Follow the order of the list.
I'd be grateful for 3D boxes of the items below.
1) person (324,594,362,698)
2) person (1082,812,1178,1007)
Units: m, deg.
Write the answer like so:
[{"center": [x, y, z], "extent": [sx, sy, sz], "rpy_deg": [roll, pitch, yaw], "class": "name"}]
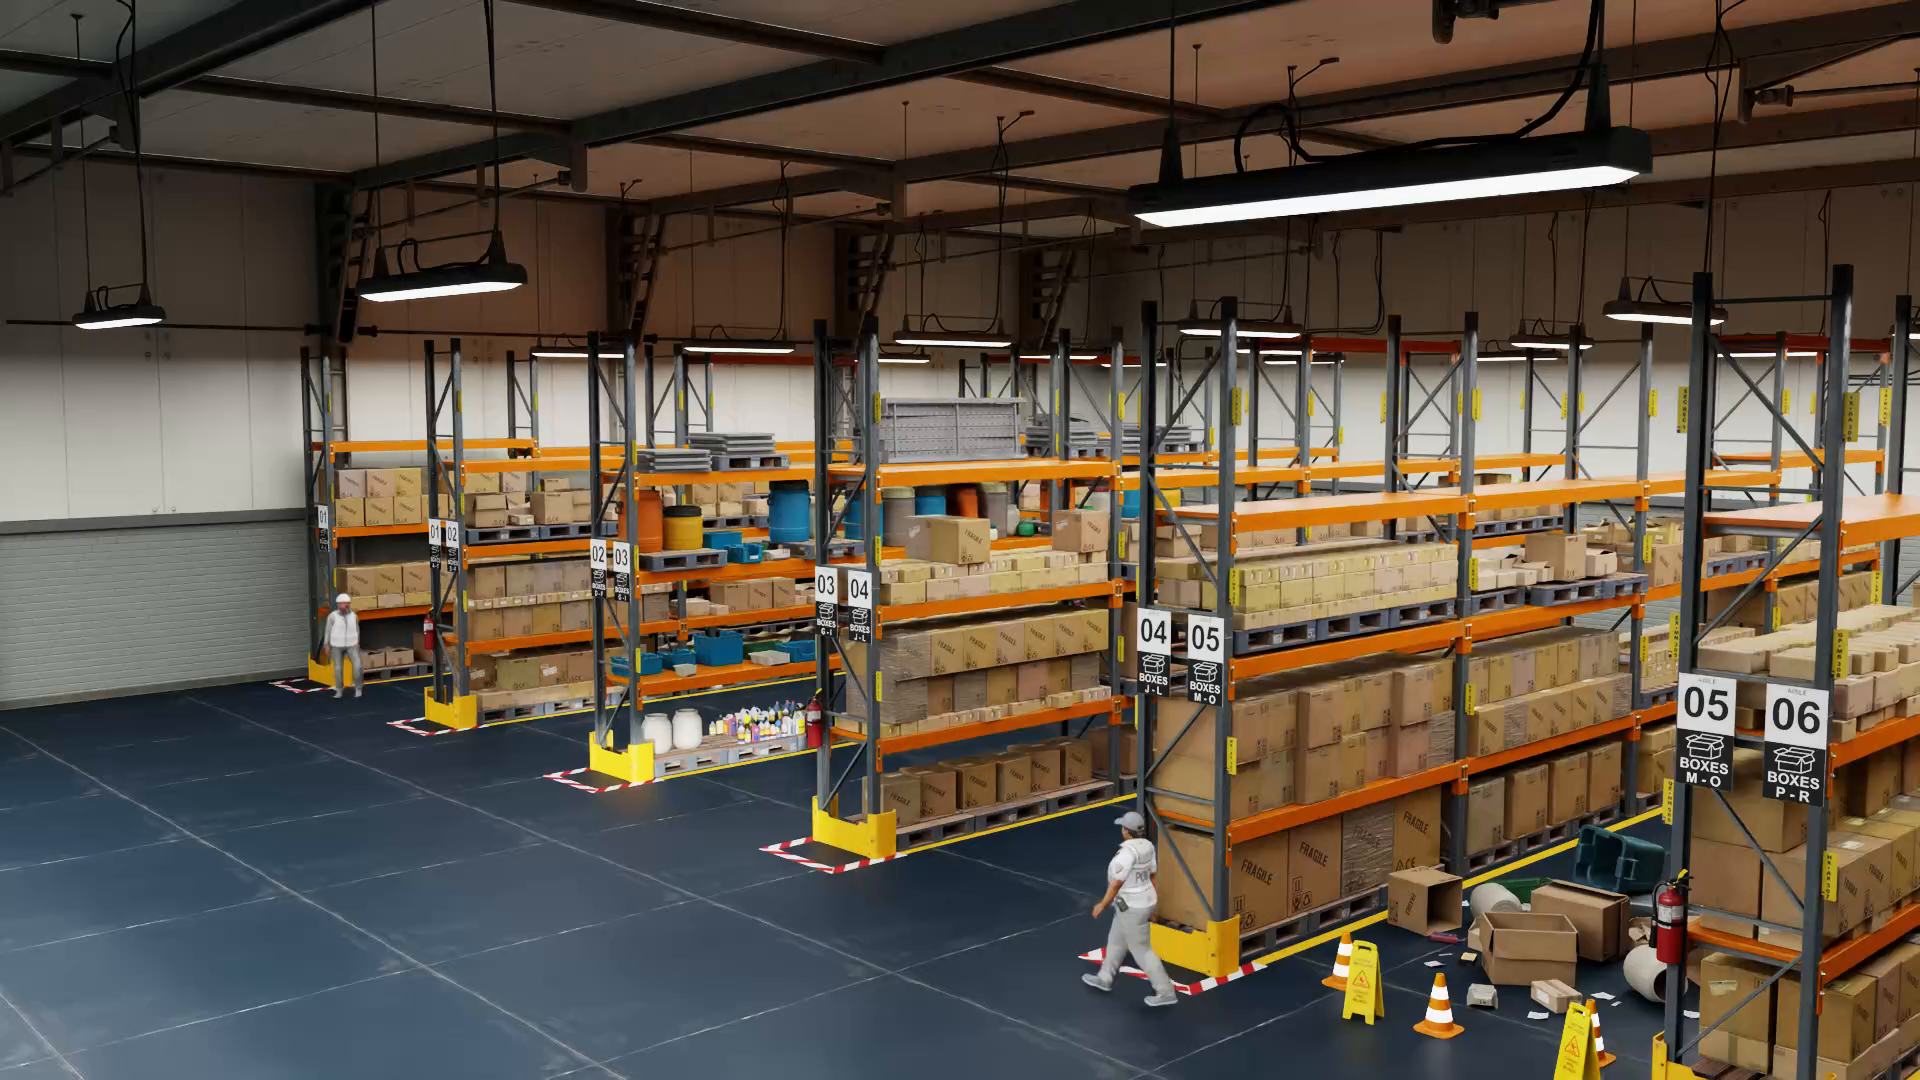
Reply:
[{"center": [-10.505, 1.805, 28.288], "extent": [0.599, 1.787, 0.399], "rpy_deg": [-3, 6, -28], "class": "person"}, {"center": [1.424, 3.103, 14.106], "extent": [0.940, 1.621, 0.470], "rpy_deg": [2, 6, 24], "class": "person"}]
